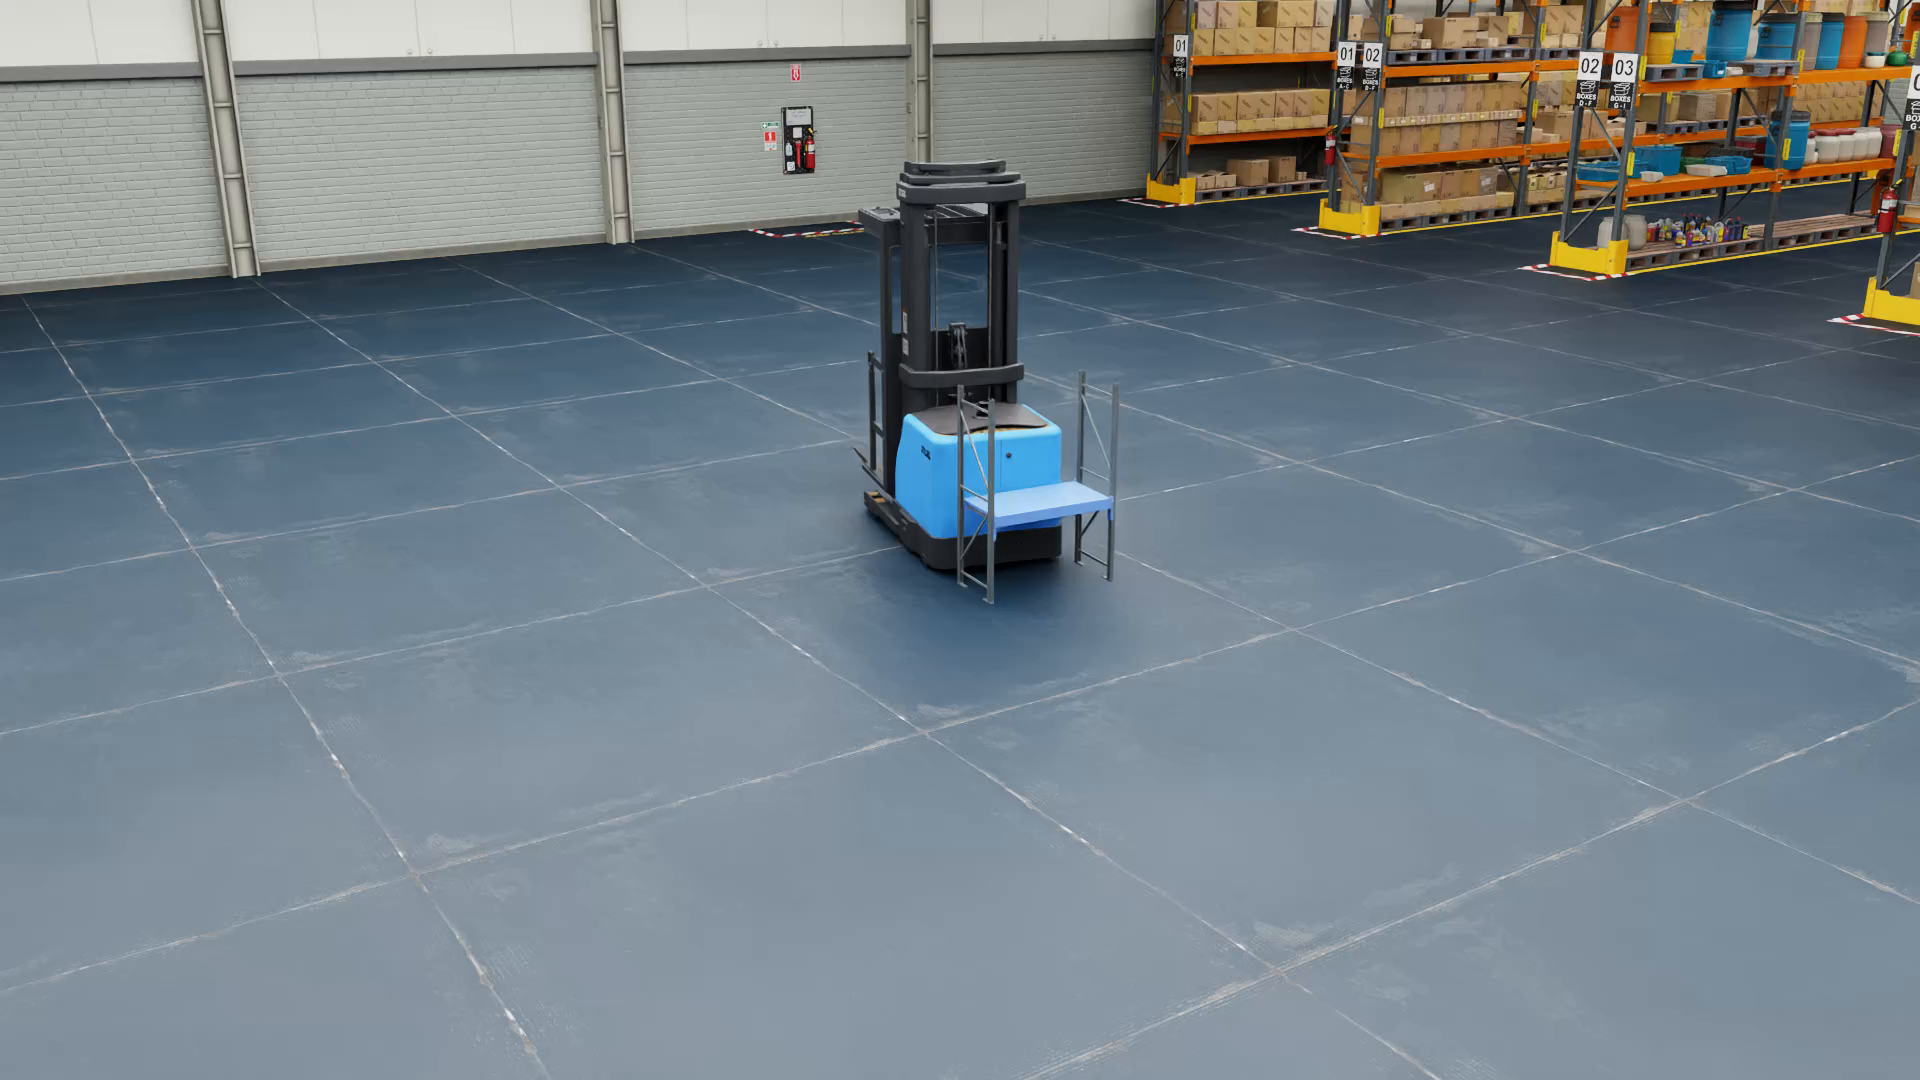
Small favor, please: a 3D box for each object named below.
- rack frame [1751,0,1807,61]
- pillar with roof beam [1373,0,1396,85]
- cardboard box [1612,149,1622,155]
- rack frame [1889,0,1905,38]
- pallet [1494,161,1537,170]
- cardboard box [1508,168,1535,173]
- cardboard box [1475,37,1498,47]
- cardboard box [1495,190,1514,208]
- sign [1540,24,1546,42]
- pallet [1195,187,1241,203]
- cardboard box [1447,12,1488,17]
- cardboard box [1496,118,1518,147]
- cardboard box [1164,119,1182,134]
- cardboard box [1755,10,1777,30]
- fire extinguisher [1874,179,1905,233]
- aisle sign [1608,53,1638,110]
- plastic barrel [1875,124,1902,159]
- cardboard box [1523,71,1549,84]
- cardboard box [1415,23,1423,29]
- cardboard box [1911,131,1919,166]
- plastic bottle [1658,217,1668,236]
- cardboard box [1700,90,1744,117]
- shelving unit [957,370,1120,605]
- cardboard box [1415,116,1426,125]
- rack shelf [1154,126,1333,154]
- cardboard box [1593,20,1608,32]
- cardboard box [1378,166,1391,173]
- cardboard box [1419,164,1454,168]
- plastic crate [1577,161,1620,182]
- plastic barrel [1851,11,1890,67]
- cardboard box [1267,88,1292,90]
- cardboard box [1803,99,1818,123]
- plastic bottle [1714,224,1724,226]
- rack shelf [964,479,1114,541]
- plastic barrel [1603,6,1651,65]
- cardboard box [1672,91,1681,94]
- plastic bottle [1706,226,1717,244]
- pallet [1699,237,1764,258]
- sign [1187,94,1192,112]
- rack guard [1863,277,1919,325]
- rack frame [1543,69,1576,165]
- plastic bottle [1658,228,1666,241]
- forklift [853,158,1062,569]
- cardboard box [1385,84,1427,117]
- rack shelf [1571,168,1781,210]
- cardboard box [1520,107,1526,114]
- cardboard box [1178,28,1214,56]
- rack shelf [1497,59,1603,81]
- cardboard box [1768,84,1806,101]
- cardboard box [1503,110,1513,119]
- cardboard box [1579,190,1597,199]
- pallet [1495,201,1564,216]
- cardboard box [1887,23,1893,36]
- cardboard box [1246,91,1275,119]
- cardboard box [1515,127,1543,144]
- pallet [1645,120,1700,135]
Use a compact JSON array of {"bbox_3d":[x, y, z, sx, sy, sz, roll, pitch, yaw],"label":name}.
[{"bbox_3d":[12.949,-9.121,26.172,0.127,3.000,1.000,-12,22,-31],"label":"rack frame"},{"bbox_3d":[11.648,-11.326,32.696,0.400,9.000,9.100,-12,22,-31],"label":"pillar with roof beam"},{"bbox_3d":[15.714,-9.634,40.306,0.500,0.500,0.700,-11,22,-30],"label":"cardboard box"},{"bbox_3d":[20.250,-12.560,36.346,0.127,3.000,1.000,-12,22,-31],"label":"rack frame"},{"bbox_3d":[12.559,-8.644,38.485,1.213,0.211,1.003,-12,22,-31],"label":"pallet"},{"bbox_3d":[10.840,-7.008,32.051,0.500,0.311,0.500,-11,22,-30],"label":"cardboard box"},{"bbox_3d":[9.371,-8.886,29.680,0.250,0.149,0.380,-12,22,-31],"label":"cardboard box"},{"bbox_3d":[9.961,-6.361,31.013,0.500,0.250,0.500,-12,22,-31],"label":"cardboard box"},{"bbox_3d":[10.535,-9.160,30.040,0.005,0.325,0.100,-12,22,-31],"label":"sign"},{"bbox_3d":[4.921,-7.050,33.769,1.213,0.211,1.003,-12,22,-31],"label":"pallet"},{"bbox_3d":[11.207,-11.409,36.782,0.500,0.500,0.700,-14,23,-36],"label":"cardboard box"},{"bbox_3d":[9.861,-7.572,30.802,0.500,0.500,0.700,-13,22,-33],"label":"cardboard box"},{"bbox_3d":[4.444,-8.297,33.305,0.500,0.250,0.500,-12,22,-31],"label":"cardboard box"},{"bbox_3d":[16.448,-10.659,34.438,0.600,0.600,0.600,-14,23,-36],"label":"cardboard box"},{"bbox_3d":[11.984,-4.316,21.448,0.183,0.674,0.296,-12,22,-31],"label":"fire extinguisher"},{"bbox_3d":[9.710,-6.715,24.364,0.004,0.787,0.394,-12,22,-31],"label":"aisle sign"},{"bbox_3d":[16.069,-6.885,28.714,0.708,0.536,0.600,-12,22,-31],"label":"plastic barrel"},{"bbox_3d":[13.074,-10.563,37.982,0.500,0.250,0.500,-11,22,-30],"label":"cardboard box"},{"bbox_3d":[9.708,-10.909,35.953,0.637,0.503,0.797,-9,20,-24],"label":"cardboard box"},{"bbox_3d":[12.656,-5.074,21.389,0.500,0.500,0.500,-12,22,-31],"label":"cardboard box"},{"bbox_3d":[11.379,-5.060,26.978,0.185,0.351,0.144,-11,22,-29],"label":"plastic bottle"},{"bbox_3d":[15.852,-9.098,34.661,0.500,0.500,0.700,-8,20,-23],"label":"cardboard box"},{"bbox_3d":[0.560,-0.398,12.079,1.048,1.500,0.538,-10,21,-26],"label":"shelving unit"},{"bbox_3d":[7.974,-7.401,29.283,0.250,0.149,0.380,-12,22,-32],"label":"cardboard box"},{"bbox_3d":[5.830,-8.236,34.045,4.000,0.370,1.077,-12,22,-31],"label":"rack shelf"},{"bbox_3d":[14.904,-11.985,38.751,0.500,0.250,0.500,-12,22,-32],"label":"cardboard box"},{"bbox_3d":[8.959,-8.270,36.241,0.500,0.500,0.700,-12,22,-31],"label":"cardboard box"},{"bbox_3d":[8.834,-6.682,30.792,0.500,0.500,0.500,-12,22,-31],"label":"cardboard box"},{"bbox_3d":[9.862,-5.672,25.570,0.616,0.251,0.499,-12,22,-31],"label":"plastic crate"},{"bbox_3d":[15.485,-8.555,28.400,0.600,0.901,0.600,0,19,0],"label":"plastic barrel"},{"bbox_3d":[6.559,-9.105,34.526,0.500,0.500,0.500,-12,22,-32],"label":"cardboard box"},{"bbox_3d":[17.911,-9.169,35.525,0.500,0.500,0.500,-11,22,-30],"label":"cardboard box"},{"bbox_3d":[12.307,-5.008,26.939,0.135,0.276,0.152,-12,22,-31],"label":"plastic bottle"},{"bbox_3d":[0.560,-0.227,12.137,1.000,0.185,0.538,-10,21,-26],"label":"rack shelf"},{"bbox_3d":[9.945,-7.517,24.786,0.708,0.830,0.600,-12,22,-31],"label":"plastic barrel"},{"bbox_3d":[17.102,-11.092,40.902,0.700,0.700,0.980,-11,21,-29],"label":"cardboard box"},{"bbox_3d":[12.002,-4.888,26.586,0.135,0.276,0.152,-11,22,-30],"label":"plastic bottle"},{"bbox_3d":[12.366,-4.851,27.263,1.213,0.211,1.003,-12,22,-31],"label":"pallet"},{"bbox_3d":[4.459,-8.489,32.320,0.005,0.325,0.100,-12,22,-31],"label":"sign"},{"bbox_3d":[12.396,-3.079,21.570,0.348,0.500,1.175,-12,22,-31],"label":"rack guard"},{"bbox_3d":[14.182,-10.338,39.140,0.127,3.000,1.000,-12,22,-31],"label":"rack frame"},{"bbox_3d":[11.327,-4.929,26.824,0.097,0.201,0.097,0,19,0],"label":"plastic bottle"},{"bbox_3d":[-0.169,-1.607,13.420,1.130,2.935,3.031,-6,20,-17],"label":"forklift"},{"bbox_3d":[7.765,-7.744,29.285,0.500,0.500,0.700,-13,22,-33],"label":"cardboard box"},{"bbox_3d":[11.279,-5.586,26.206,4.000,0.370,1.077,-12,22,-31],"label":"rack shelf"},{"bbox_3d":[12.742,-9.837,38.020,0.250,0.149,0.380,-11,22,-30],"label":"cardboard box"},{"bbox_3d":[4.577,-9.694,32.364,0.500,0.500,0.500,-11,22,-30],"label":"cardboard box"},{"bbox_3d":[11.899,-9.037,31.731,4.000,0.370,1.077,-12,22,-31],"label":"rack shelf"},{"bbox_3d":[17.458,-9.542,35.069,0.500,0.500,0.500,-11,22,-30],"label":"cardboard box"},{"bbox_3d":[9.911,-7.811,30.496,0.250,0.149,0.380,-12,22,-33],"label":"cardboard box"},{"bbox_3d":[11.986,-6.776,32.243,0.500,0.250,0.500,-11,22,-30],"label":"cardboard box"},{"bbox_3d":[10.822,-6.424,31.915,1.213,0.211,1.003,-12,22,-31],"label":"pallet"},{"bbox_3d":[19.962,-11.146,36.300,0.500,0.250,0.500,-12,22,-31],"label":"cardboard box"},{"bbox_3d":[6.002,-8.789,33.591,0.500,0.500,0.500,-11,22,-30],"label":"cardboard box"},{"bbox_3d":[10.615,-7.632,31.369,0.500,0.250,0.500,-10,21,-28],"label":"cardboard box"},{"bbox_3d":[14.096,-8.356,33.578,1.003,0.211,1.213,-12,22,-31],"label":"pallet"}]
